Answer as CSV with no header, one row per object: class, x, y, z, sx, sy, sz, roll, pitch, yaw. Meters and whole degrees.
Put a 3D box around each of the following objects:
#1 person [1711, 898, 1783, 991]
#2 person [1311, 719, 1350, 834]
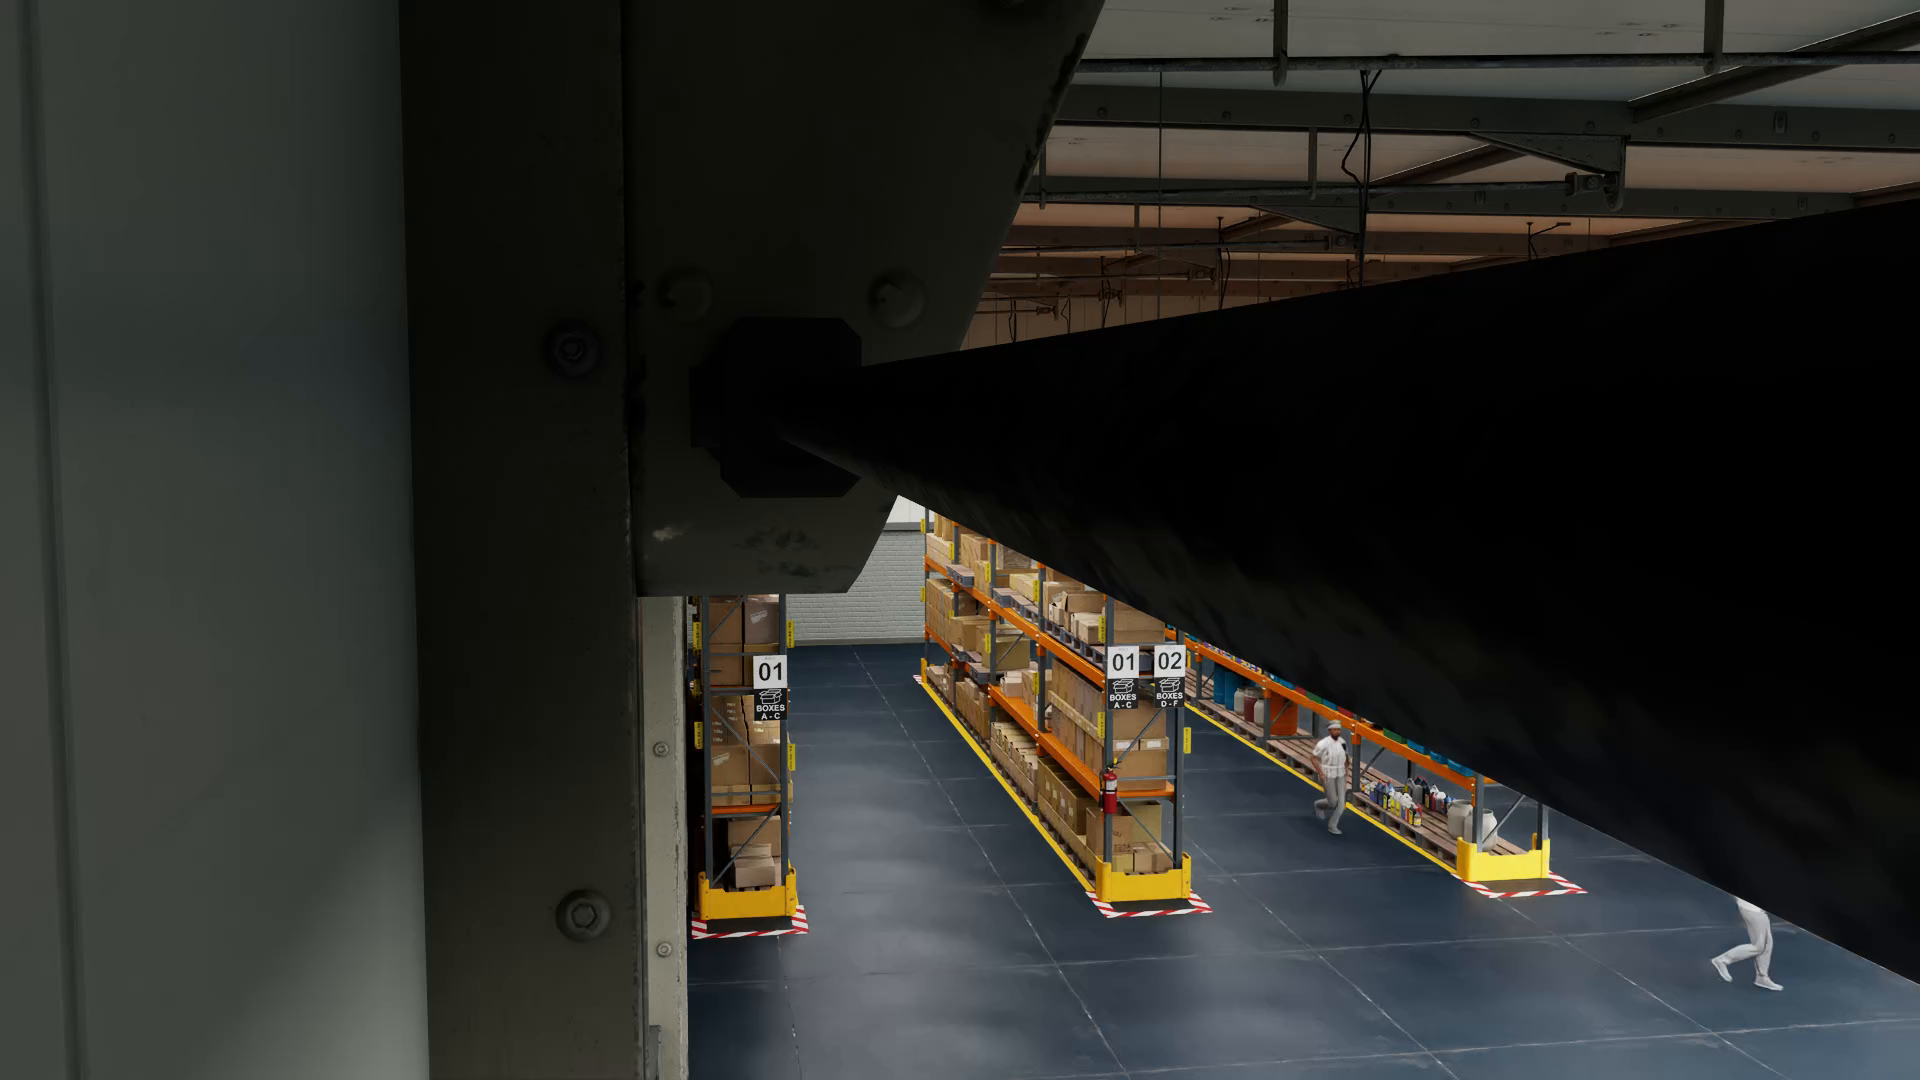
person,8.403,3.942,17.713,0.737,1.696,0.644,1,5,14
person,5.376,3.394,24.020,0.591,1.651,0.576,-2,5,-19
